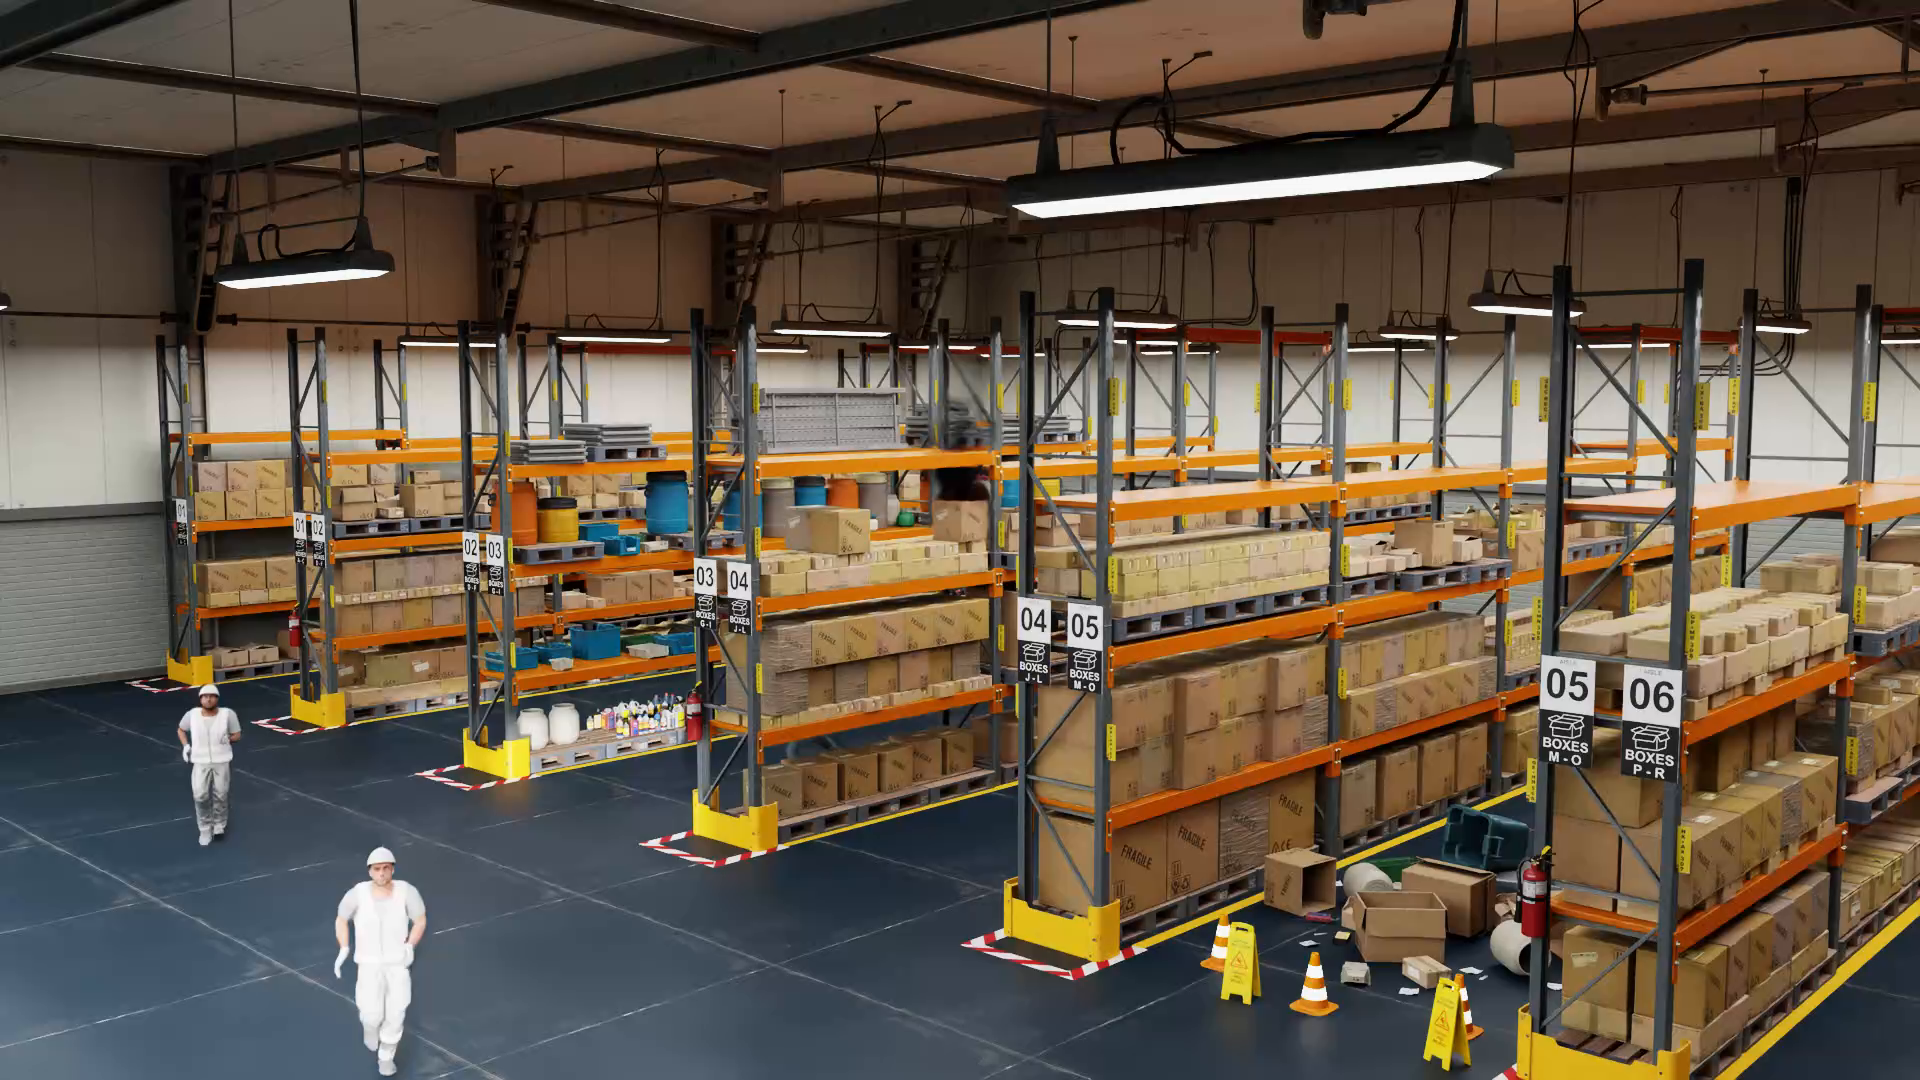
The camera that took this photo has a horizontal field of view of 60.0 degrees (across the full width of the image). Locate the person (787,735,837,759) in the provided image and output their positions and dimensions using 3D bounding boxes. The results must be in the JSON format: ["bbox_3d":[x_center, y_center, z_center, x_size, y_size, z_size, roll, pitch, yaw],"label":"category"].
[{"bbox_3d":[-2.046,2.208,22.044,0.710,1.745,0.968,4,7,39],"label":"person"}]

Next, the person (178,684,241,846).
[{"bbox_3d":[-8.423,2.532,18.693,0.657,1.816,0.686,-2,6,-23],"label":"person"}]

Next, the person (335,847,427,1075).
[{"bbox_3d":[-4.317,3.142,12.416,0.659,1.733,0.634,-2,6,-20],"label":"person"}]
